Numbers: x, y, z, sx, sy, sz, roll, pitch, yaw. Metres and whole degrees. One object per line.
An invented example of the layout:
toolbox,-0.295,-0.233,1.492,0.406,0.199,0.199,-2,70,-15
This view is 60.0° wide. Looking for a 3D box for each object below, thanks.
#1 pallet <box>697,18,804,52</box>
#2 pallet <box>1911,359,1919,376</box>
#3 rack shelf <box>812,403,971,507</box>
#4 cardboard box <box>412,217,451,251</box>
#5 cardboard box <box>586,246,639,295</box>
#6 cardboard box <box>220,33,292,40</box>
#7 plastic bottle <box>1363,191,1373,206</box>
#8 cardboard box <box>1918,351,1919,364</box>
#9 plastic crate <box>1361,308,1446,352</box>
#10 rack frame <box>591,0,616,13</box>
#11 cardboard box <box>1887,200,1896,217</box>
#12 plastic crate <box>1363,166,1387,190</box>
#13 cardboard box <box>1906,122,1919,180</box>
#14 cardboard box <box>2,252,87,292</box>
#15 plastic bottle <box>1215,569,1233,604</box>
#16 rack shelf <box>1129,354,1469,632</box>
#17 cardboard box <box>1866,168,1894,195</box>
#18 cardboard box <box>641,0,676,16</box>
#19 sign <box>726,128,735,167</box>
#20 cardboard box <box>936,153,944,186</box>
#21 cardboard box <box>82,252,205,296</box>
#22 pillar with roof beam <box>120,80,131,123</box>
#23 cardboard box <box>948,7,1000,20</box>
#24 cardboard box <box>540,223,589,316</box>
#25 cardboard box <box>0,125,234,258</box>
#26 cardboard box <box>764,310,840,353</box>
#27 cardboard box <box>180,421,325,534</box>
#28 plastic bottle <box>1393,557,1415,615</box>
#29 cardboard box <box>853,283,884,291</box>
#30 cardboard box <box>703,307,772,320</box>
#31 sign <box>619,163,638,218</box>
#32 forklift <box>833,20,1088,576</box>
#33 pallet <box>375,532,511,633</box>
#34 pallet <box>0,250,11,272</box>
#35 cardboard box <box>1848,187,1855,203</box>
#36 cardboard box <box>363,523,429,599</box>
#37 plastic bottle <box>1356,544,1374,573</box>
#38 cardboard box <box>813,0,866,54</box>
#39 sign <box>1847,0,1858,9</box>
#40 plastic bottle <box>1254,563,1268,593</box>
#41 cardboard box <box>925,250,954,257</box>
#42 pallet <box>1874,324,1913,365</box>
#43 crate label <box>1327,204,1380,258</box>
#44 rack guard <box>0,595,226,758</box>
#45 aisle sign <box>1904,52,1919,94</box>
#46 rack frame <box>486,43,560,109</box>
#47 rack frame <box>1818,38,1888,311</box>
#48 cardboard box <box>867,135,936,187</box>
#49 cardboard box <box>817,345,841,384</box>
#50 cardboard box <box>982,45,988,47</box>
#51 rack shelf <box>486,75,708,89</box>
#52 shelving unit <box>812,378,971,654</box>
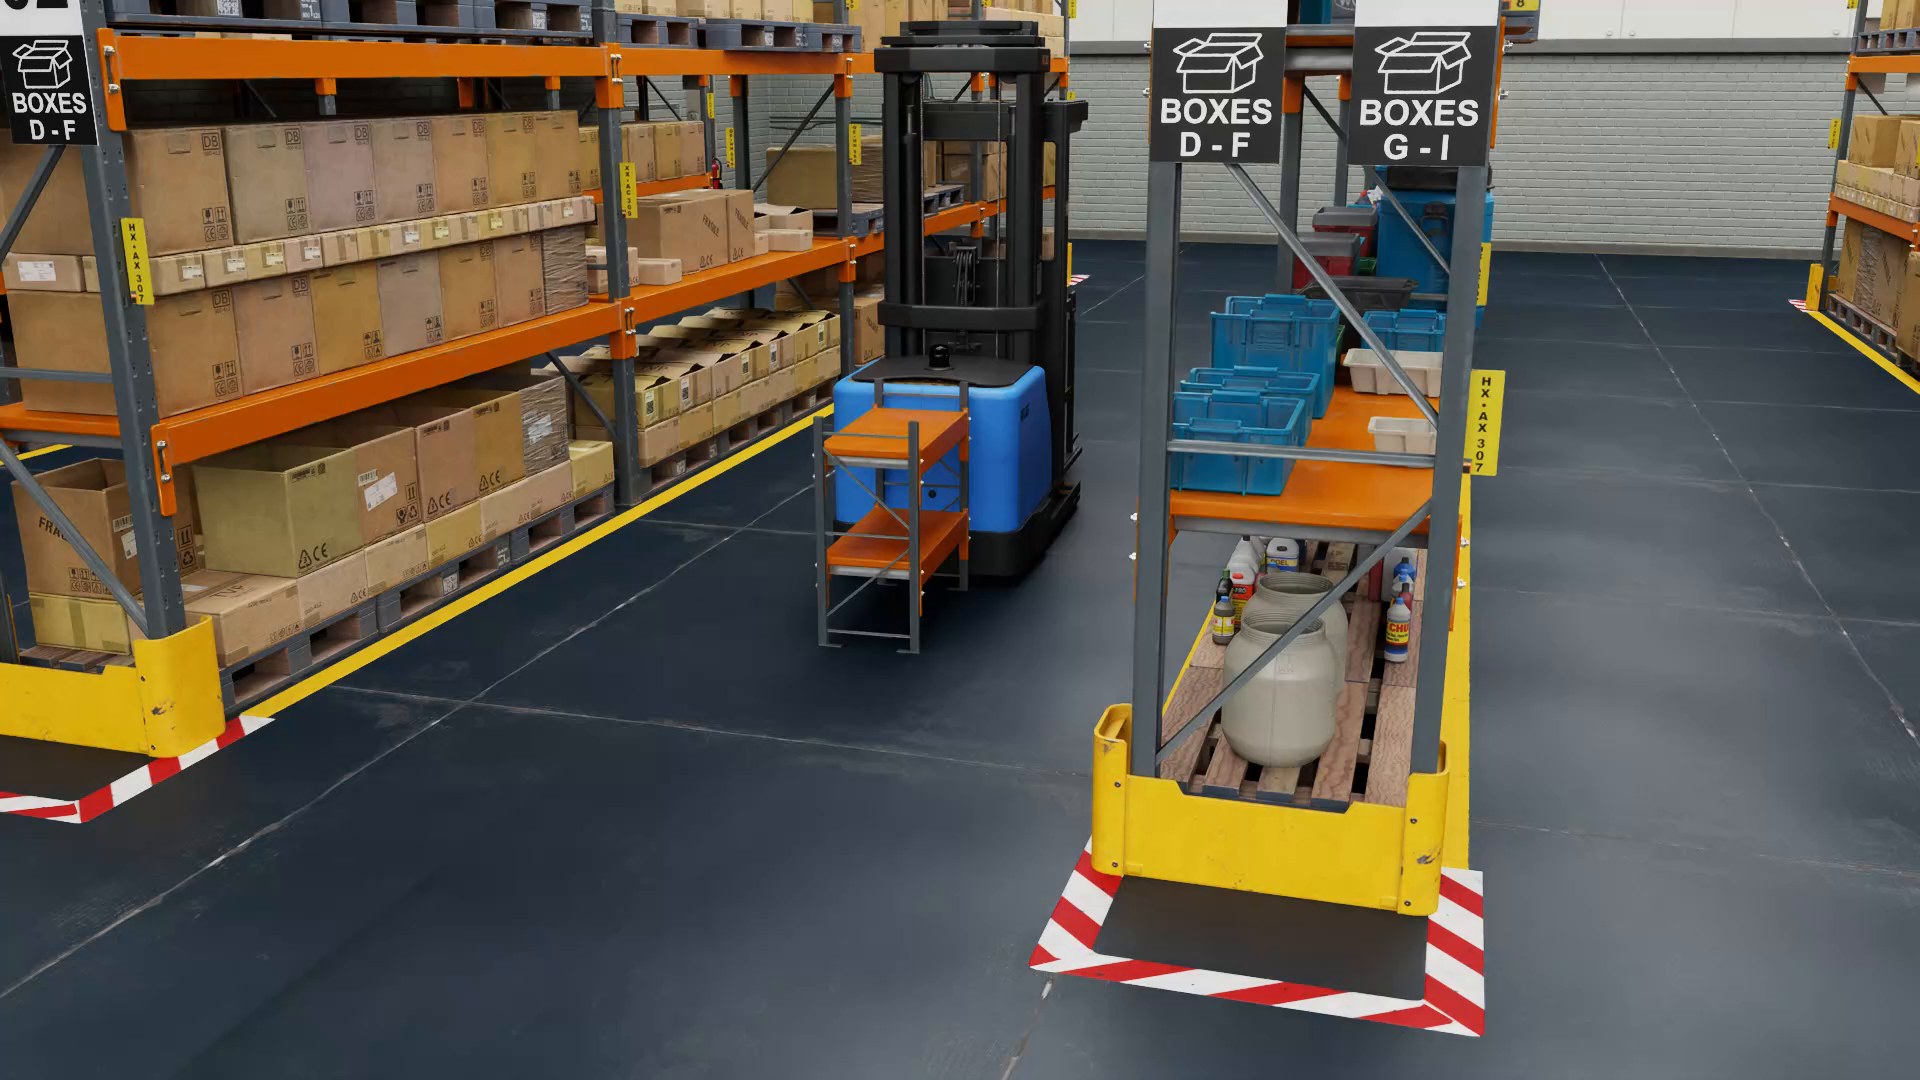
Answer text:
pallet,-1.821,-3.622,11.951,1.003,0.211,1.213,5,17,18
pallet,9.088,-1.475,14.643,1.003,0.211,1.213,5,16,16
rack shelf,-0.319,-0.435,8.228,0.538,0.278,1.000,4,16,13
cardboard box,-2.843,-1.571,8.499,0.380,0.149,0.250,5,17,18
cardboard box,-2.438,-1.760,10.814,0.500,0.250,0.500,6,17,19
cardboard box,-6.095,-4.331,14.230,0.500,0.311,0.500,5,16,16
plastic bottle,3.555,-2.898,14.639,0.144,0.351,0.185,5,16,16
cardboard box,8.819,-1.801,13.807,1.225,0.875,0.875,4,16,14
plastic crate,2.158,-0.933,7.895,0.499,0.251,0.616,5,16,16
rack frame,-2.536,-4.587,9.509,1.000,3.000,0.127,5,16,16
cardboard box,9.226,-3.210,16.111,0.380,0.149,0.250,5,17,17
plastic crate,4.291,-3.578,16.867,0.392,0.384,0.575,5,16,16
cardboard box,9.109,-3.597,15.369,0.500,0.500,0.500,5,17,17
cardboard box,-3.747,-1.129,6.940,0.380,0.149,0.250,4,16,15
plastic bottle,1.193,0.280,7.517,0.061,0.283,0.133,5,17,17
rack shelf,1.644,-0.446,7.223,1.077,0.370,4.000,5,16,16
cardboard box,9.545,-3.632,16.869,0.500,0.250,0.500,4,16,15
cardboard box,-2.198,-3.578,10.954,0.500,0.250,0.500,3,16,10
sign,-1.922,-3.305,14.009,0.100,0.325,0.005,5,16,16
cardboard box,-0.366,-3.992,18.224,0.500,0.500,0.500,5,17,17
cardboard box,-3.354,-1.100,6.839,0.380,0.149,0.250,5,16,15
pillar with roof beam,-3.221,-5.409,12.409,9.100,9.000,0.400,5,16,16
cardboard box,0.114,-5.513,17.630,0.500,0.250,0.500,5,16,16
cardboard box,-2.656,-1.632,9.903,0.700,0.500,0.500,4,16,14
cardboard box,-3.513,-1.461,6.923,0.700,0.500,0.500,5,16,16
cardboard box,-1.312,-1.740,13.708,0.500,0.311,0.500,5,17,17
cardboard box,-3.535,-0.320,8.356,0.500,0.500,0.500,5,16,16
plastic bottle,2.073,0.213,7.775,0.097,0.271,0.097,0,16,0
cardboard box,-0.705,-2.121,15.585,0.500,0.500,0.500,4,16,15
cardboard box,-1.829,-1.782,13.855,0.500,0.311,0.500,5,17,18
sign,-2.003,-2.112,10.048,0.100,0.325,0.005,5,16,16
forklift,0.147,-1.577,10.019,1.130,2.935,3.031,4,16,13
pallet,-3.147,0.166,8.857,1.003,0.211,1.213,5,16,16
pallet,-6.930,-2.180,12.370,1.003,0.211,1.213,5,16,16
cardboard box,9.737,-3.680,17.767,0.380,0.149,0.250,4,16,15
cardboard box,-3.026,0.082,8.313,0.500,0.250,0.500,5,16,16
plastic bottle,2.102,0.020,8.449,0.152,0.276,0.135,5,16,16
cardboard box,-1.307,-4.355,14.005,0.910,0.500,0.500,5,16,16
sign,9.841,-6.017,18.302,0.100,0.325,0.005,5,16,16
plastic bottle,1.377,0.256,7.601,0.061,0.283,0.133,5,16,16
cardboard box,-0.372,-2.974,18.590,0.500,0.500,0.500,5,16,16
pallet,9.526,-1.876,16.055,1.003,0.211,1.213,5,16,16
crate label,2.807,-2.140,11.812,0.502,0.435,0.616,5,16,16
rack guard,-3.679,0.555,6.957,1.175,0.500,0.348,5,16,16
aisle sign,10.679,-5.317,18.314,0.394,0.787,0.004,5,16,16
rack frame,-5.013,-4.177,19.057,1.000,3.000,0.127,5,16,16
rack frame,10.371,-4.071,18.684,1.000,3.000,0.127,5,16,16
cardboard box,-0.611,-3.937,17.260,0.700,0.500,0.500,-1,16,-3
cardboard box,-1.315,-1.470,13.783,0.500,0.250,0.500,5,17,17
cardboard box,0.113,-5.272,17.698,0.500,0.250,0.500,5,16,16
rack shelf,-4.444,-5.797,20.591,1.077,0.370,4.000,5,16,16
shelving unit,-0.319,-0.153,8.307,0.538,1.125,1.048,4,16,13
